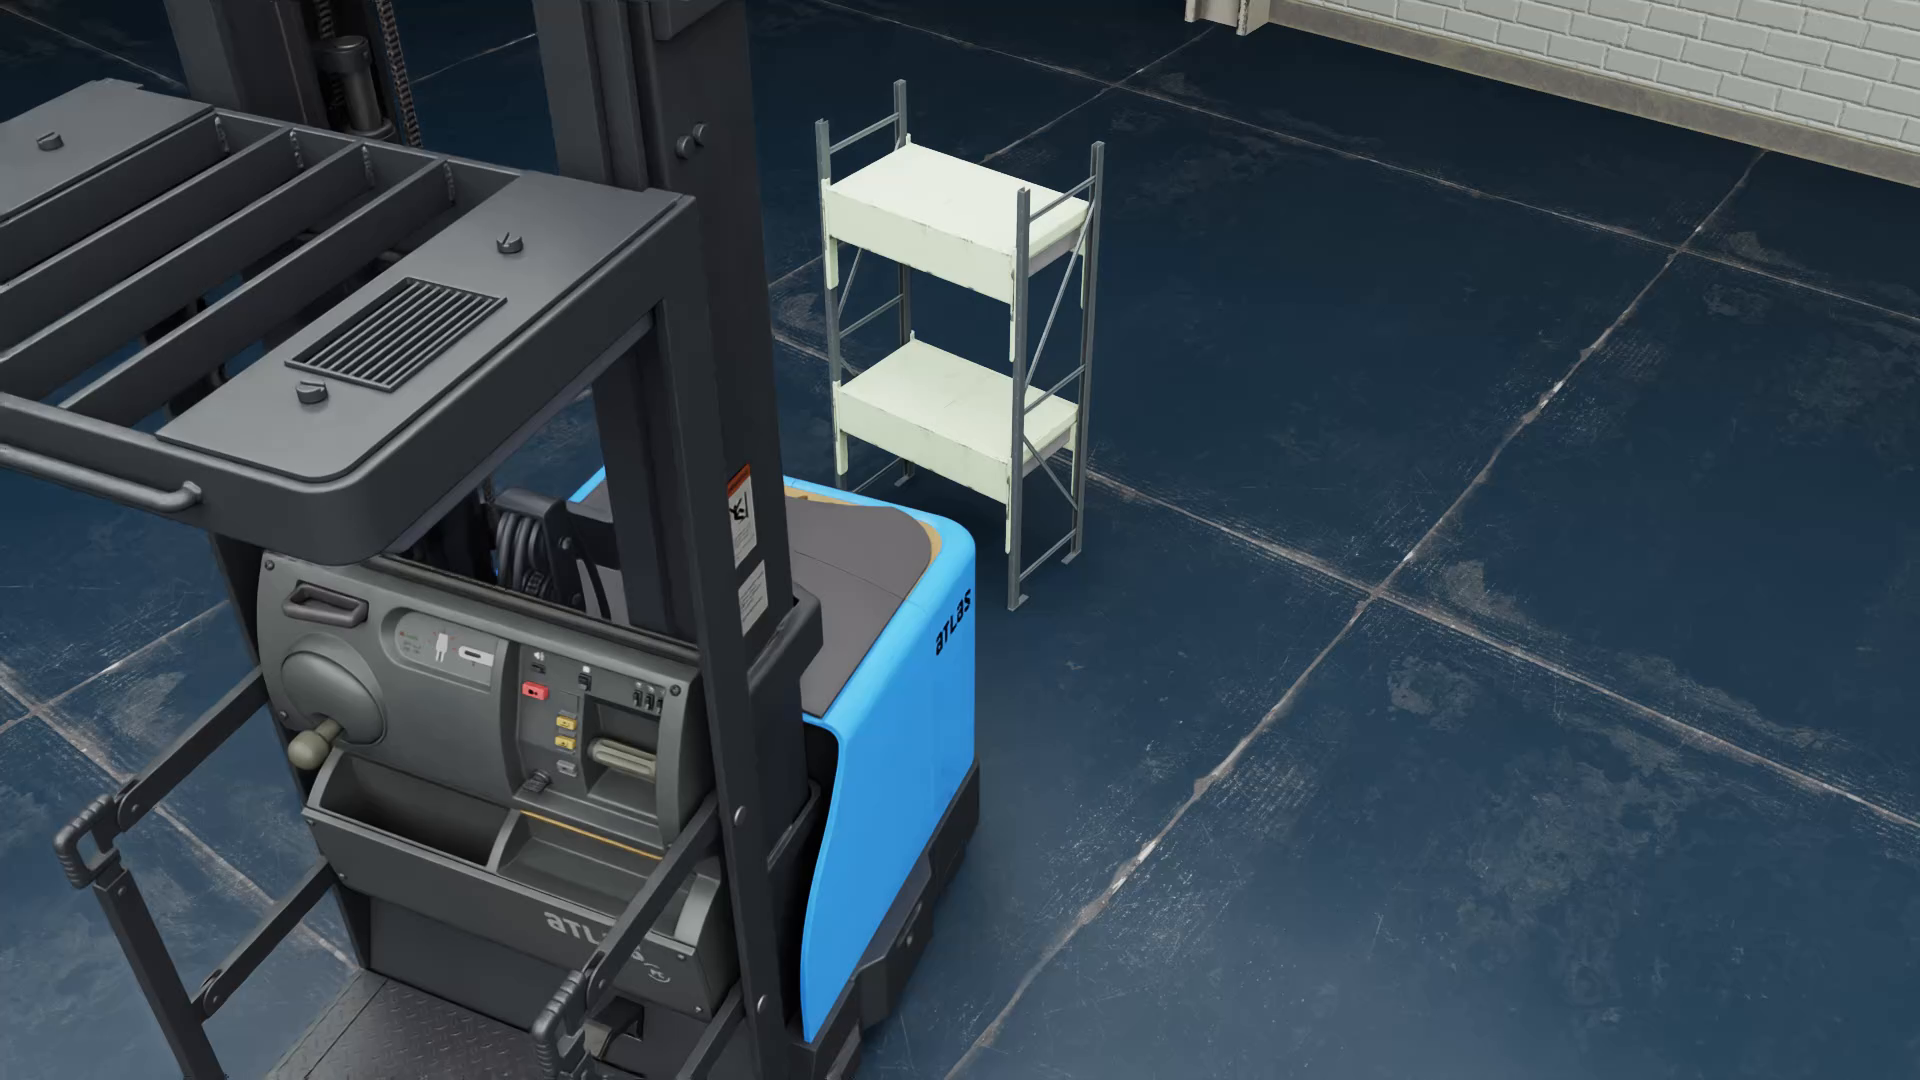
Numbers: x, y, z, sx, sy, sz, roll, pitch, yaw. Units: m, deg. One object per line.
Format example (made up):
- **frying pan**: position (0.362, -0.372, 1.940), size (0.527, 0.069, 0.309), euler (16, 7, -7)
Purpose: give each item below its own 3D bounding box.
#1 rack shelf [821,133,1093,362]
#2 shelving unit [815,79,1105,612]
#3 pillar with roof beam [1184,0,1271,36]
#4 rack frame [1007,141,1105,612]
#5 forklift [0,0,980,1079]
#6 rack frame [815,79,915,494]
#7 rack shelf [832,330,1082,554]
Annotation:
- **rack shelf**: position (-0.005, -0.900, 5.050), size (0.720, 0.370, 0.431), euler (25, 45, 29)
- **shelving unit**: position (-0.005, -0.593, 5.291), size (0.755, 1.500, 0.431), euler (25, 45, 29)
- **pillar with roof beam**: position (-1.075, -4.429, 4.108), size (0.400, 9.000, 9.100), euler (25, 45, 29)
- **rack frame**: position (0.285, -0.456, 5.116), size (0.023, 1.500, 0.400), euler (25, 45, 29)
- **forklift**: position (-0.987, 0.371, 2.898), size (1.130, 2.935, 3.031), euler (15, 40, 18)
- **rack frame**: position (-0.296, -0.730, 5.466), size (0.023, 1.500, 0.400), euler (25, 45, 29)
- **rack shelf**: position (-0.005, -0.336, 5.492), size (0.720, 0.370, 0.431), euler (25, 45, 29)
